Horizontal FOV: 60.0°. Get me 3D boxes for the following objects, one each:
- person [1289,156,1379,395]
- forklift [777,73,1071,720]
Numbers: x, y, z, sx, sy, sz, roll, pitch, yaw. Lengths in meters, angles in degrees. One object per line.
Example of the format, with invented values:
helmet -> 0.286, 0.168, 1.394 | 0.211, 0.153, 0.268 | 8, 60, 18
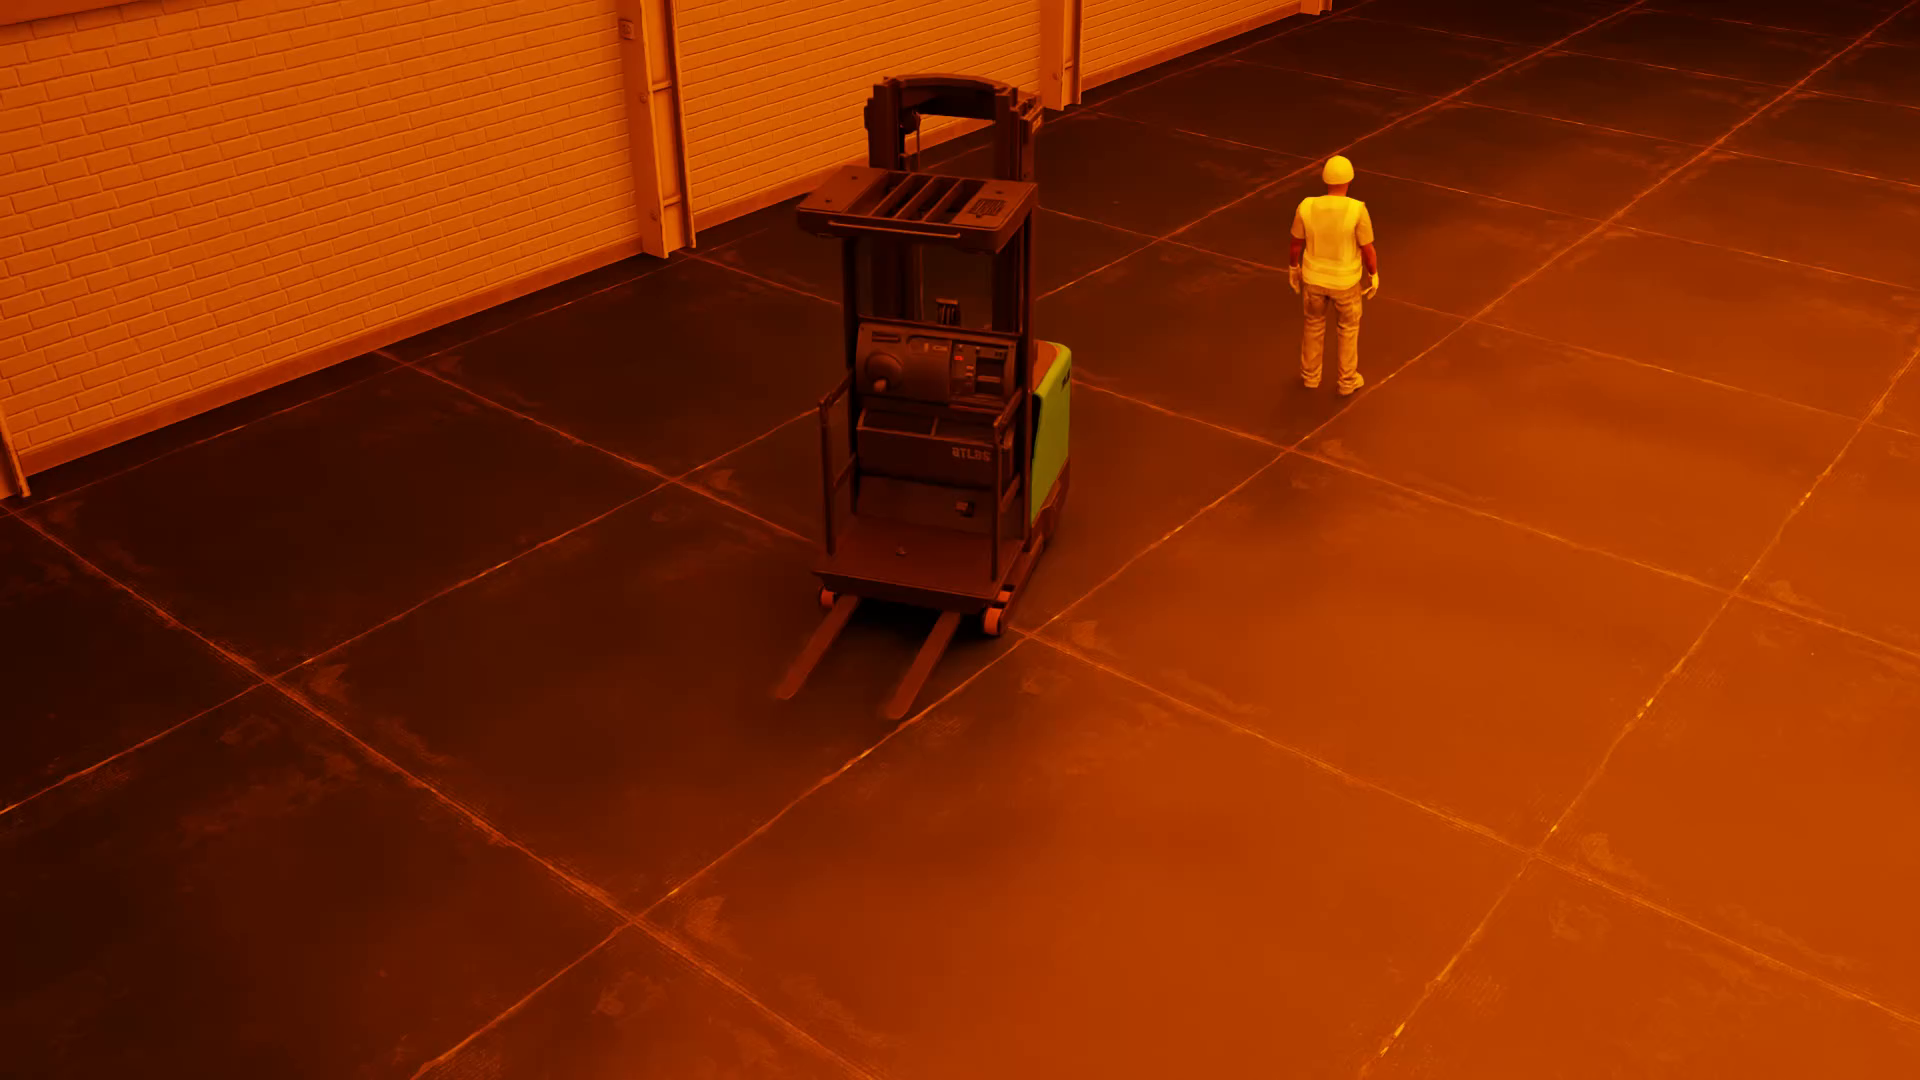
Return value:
person -> 2.707, -1.914, 12.011 | 0.651, 1.793, 0.515 | 16, 34, 25
forklift -> -0.198, -0.935, 9.196 | 1.130, 2.935, 3.031 | 9, 31, 14
